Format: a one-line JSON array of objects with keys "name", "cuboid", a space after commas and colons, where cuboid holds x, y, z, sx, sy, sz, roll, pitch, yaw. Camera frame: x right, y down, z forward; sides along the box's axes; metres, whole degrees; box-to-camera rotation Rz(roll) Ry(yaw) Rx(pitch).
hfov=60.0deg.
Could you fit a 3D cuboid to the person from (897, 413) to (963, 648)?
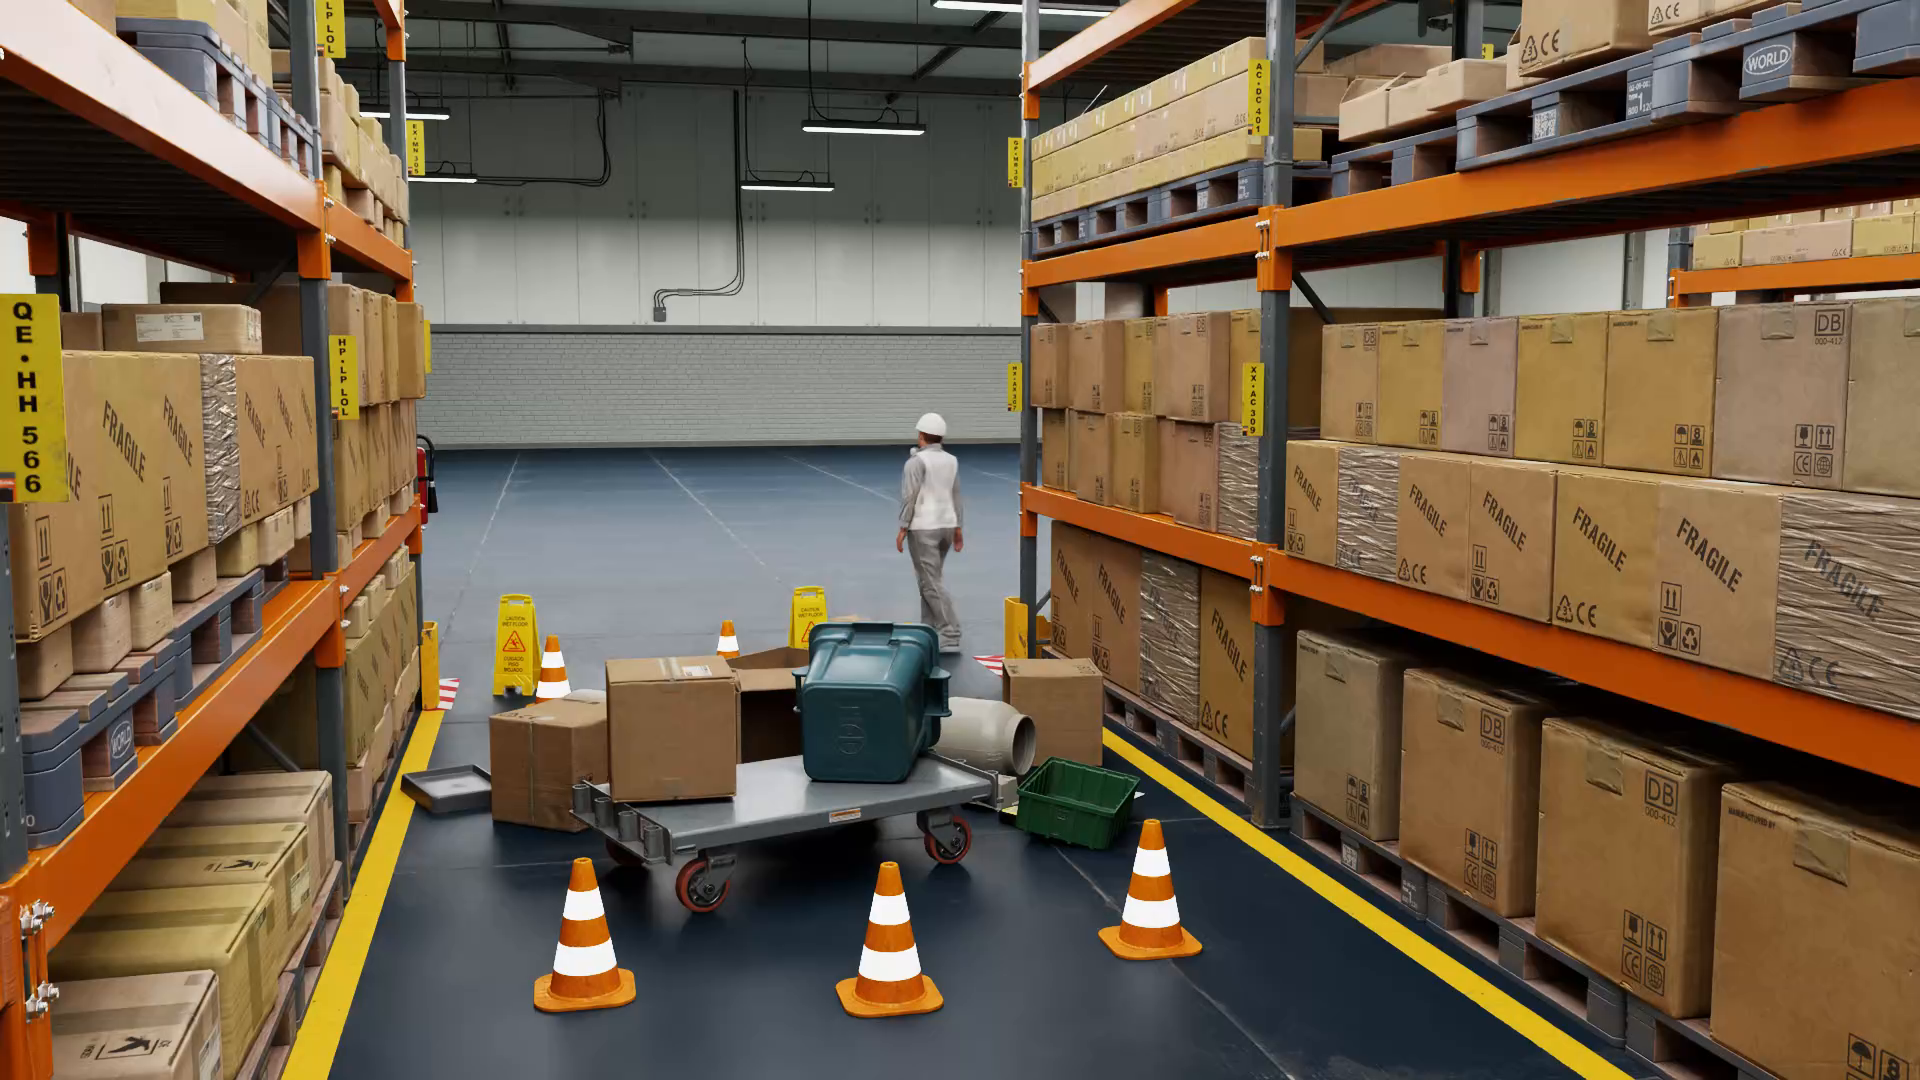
[{"name": "person", "cuboid": [-0.190, -0.074, 12.541, 0.608, 1.764, 0.592, 5, 8, 40]}]
